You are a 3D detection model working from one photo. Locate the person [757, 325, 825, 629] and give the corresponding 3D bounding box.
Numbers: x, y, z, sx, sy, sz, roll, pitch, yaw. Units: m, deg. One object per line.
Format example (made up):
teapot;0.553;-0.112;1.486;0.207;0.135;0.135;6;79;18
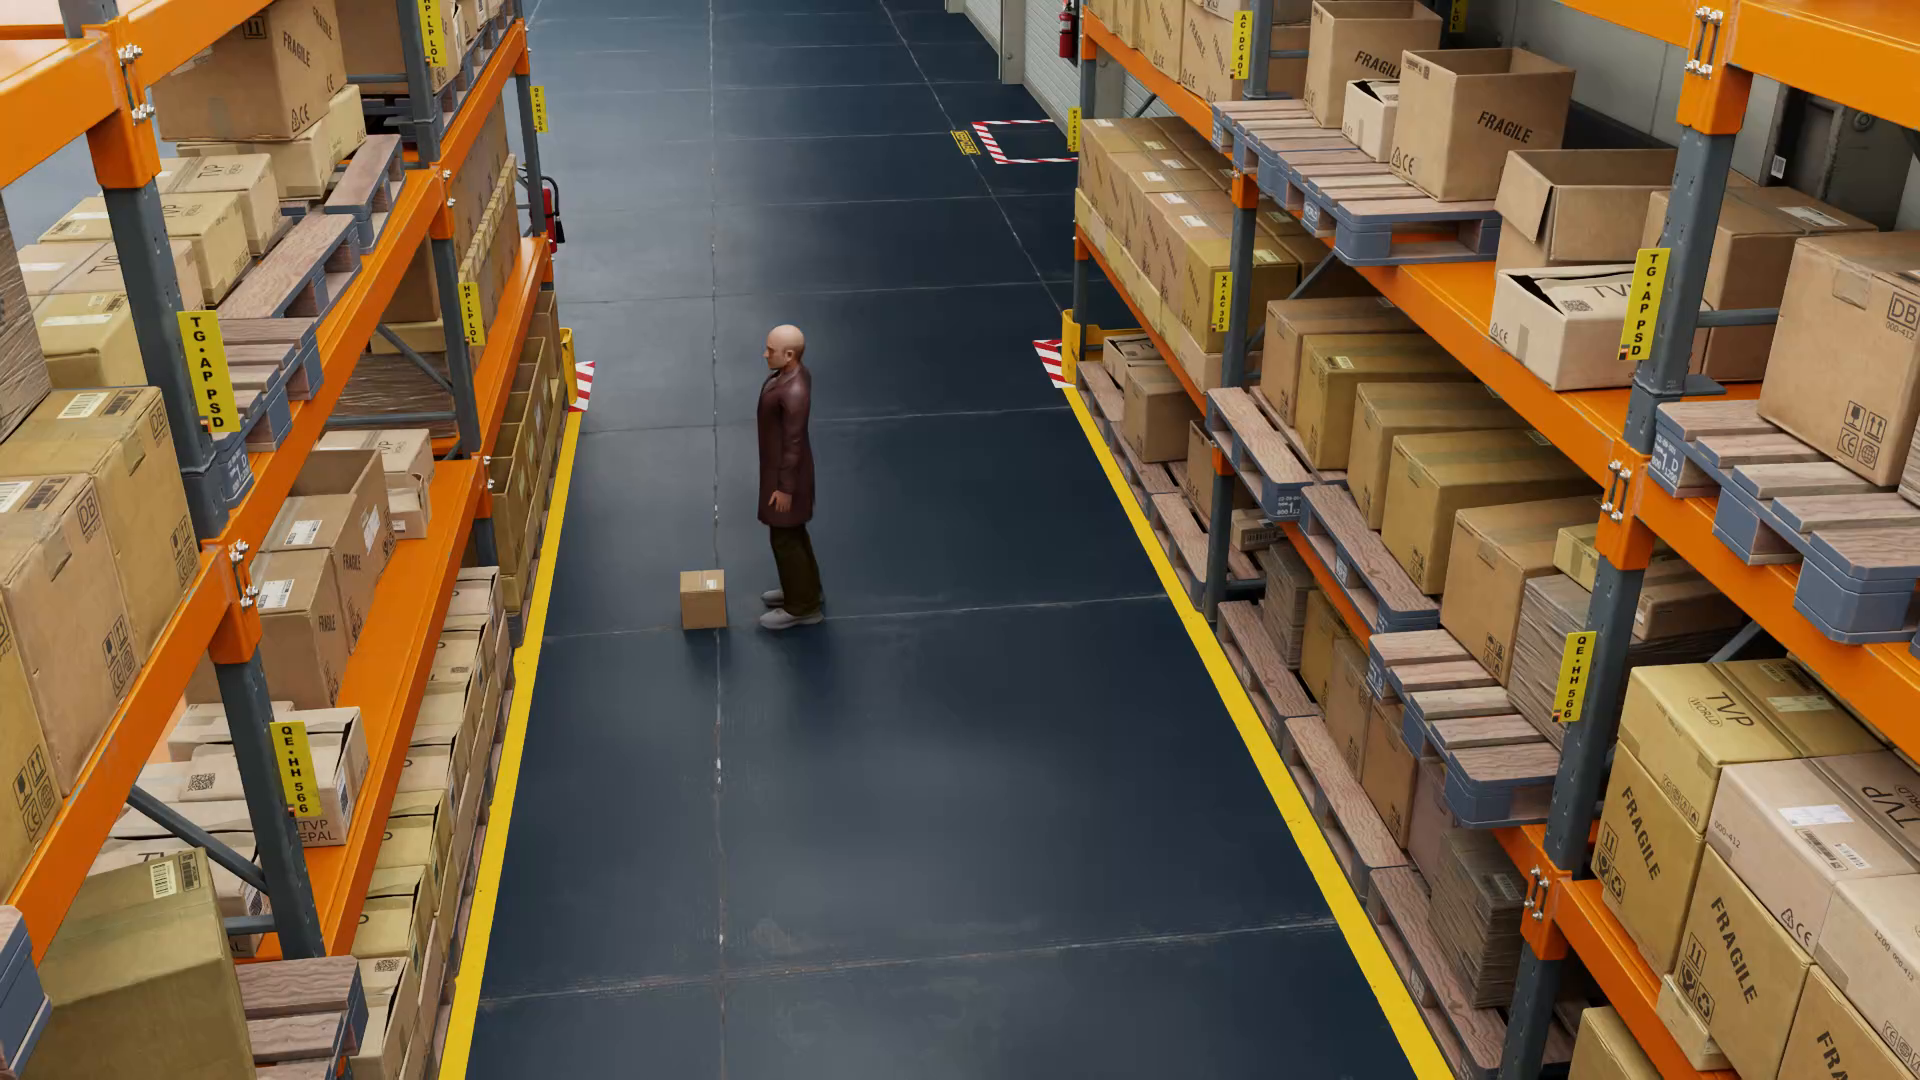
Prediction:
person;-0.983;-0.358;9.345;0.395;1.776;0.562;-3;27;-6
